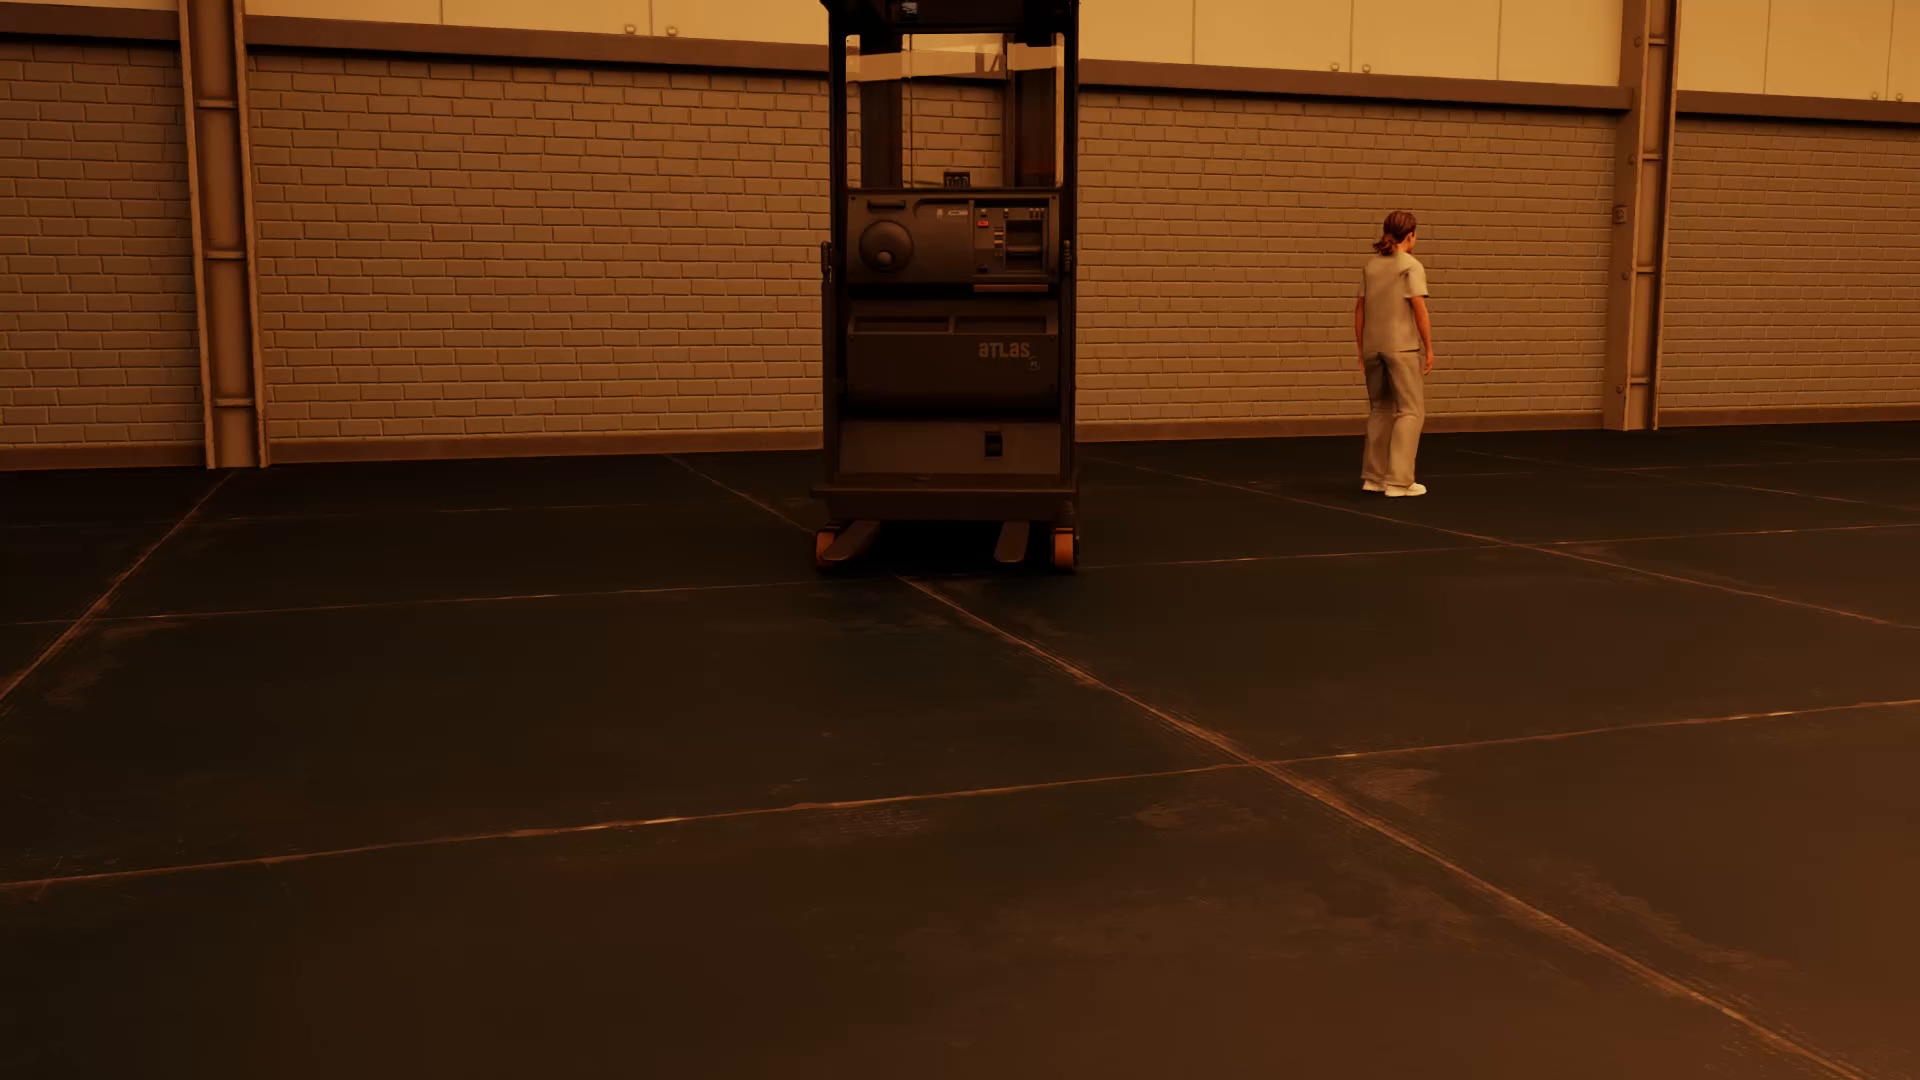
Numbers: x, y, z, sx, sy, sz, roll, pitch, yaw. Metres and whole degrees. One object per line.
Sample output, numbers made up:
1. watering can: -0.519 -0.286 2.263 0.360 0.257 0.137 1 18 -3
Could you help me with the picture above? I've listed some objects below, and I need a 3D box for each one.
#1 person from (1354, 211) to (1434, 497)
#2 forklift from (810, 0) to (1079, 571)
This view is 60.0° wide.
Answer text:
1. person: 2.595 -1.092 9.849 0.412 1.680 0.504 -6 10 -37
2. forklift: -0.043 -1.364 7.074 1.130 2.935 3.031 0 8 4
